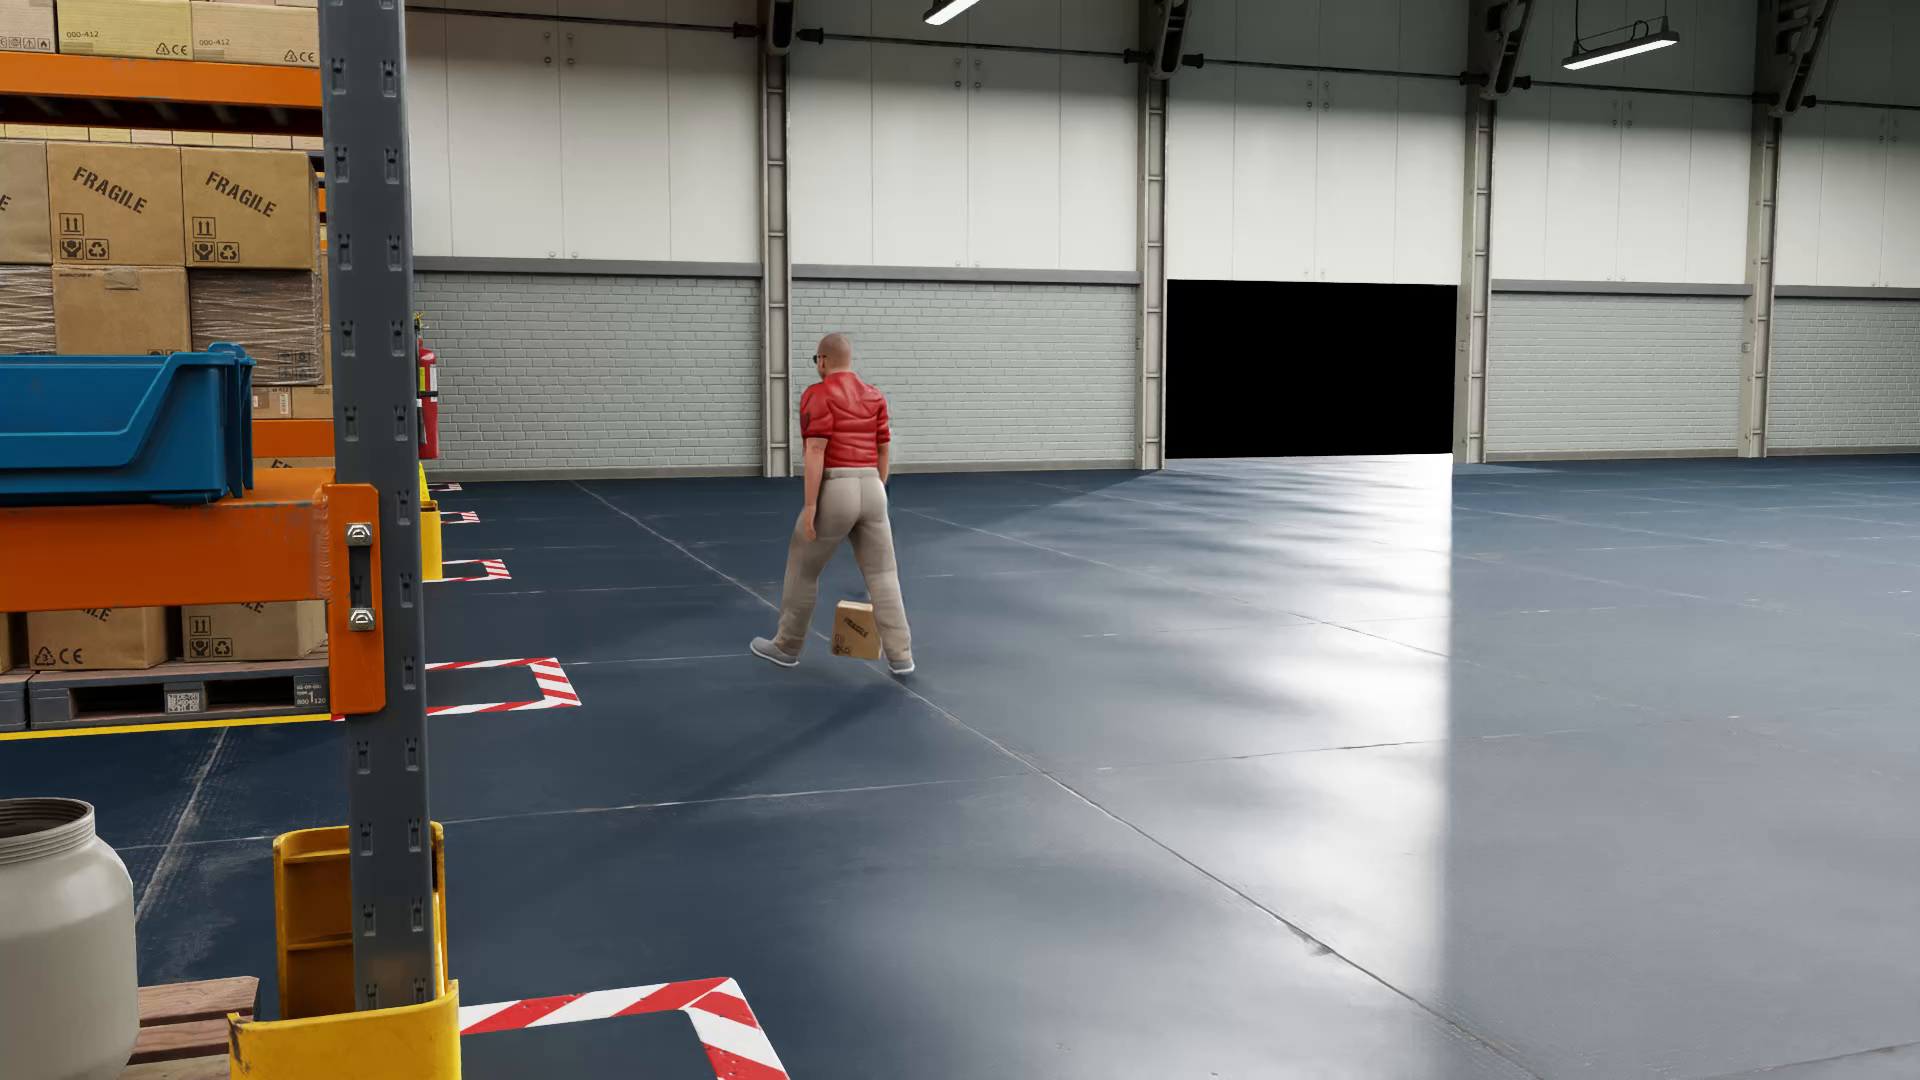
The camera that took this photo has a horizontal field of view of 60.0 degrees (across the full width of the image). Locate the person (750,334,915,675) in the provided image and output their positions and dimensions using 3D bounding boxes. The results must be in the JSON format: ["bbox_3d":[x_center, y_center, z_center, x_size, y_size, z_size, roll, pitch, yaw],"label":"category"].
[{"bbox_3d":[-0.609,-0.187,8.315,0.577,1.678,0.922,-5,7,-39],"label":"person"}]
